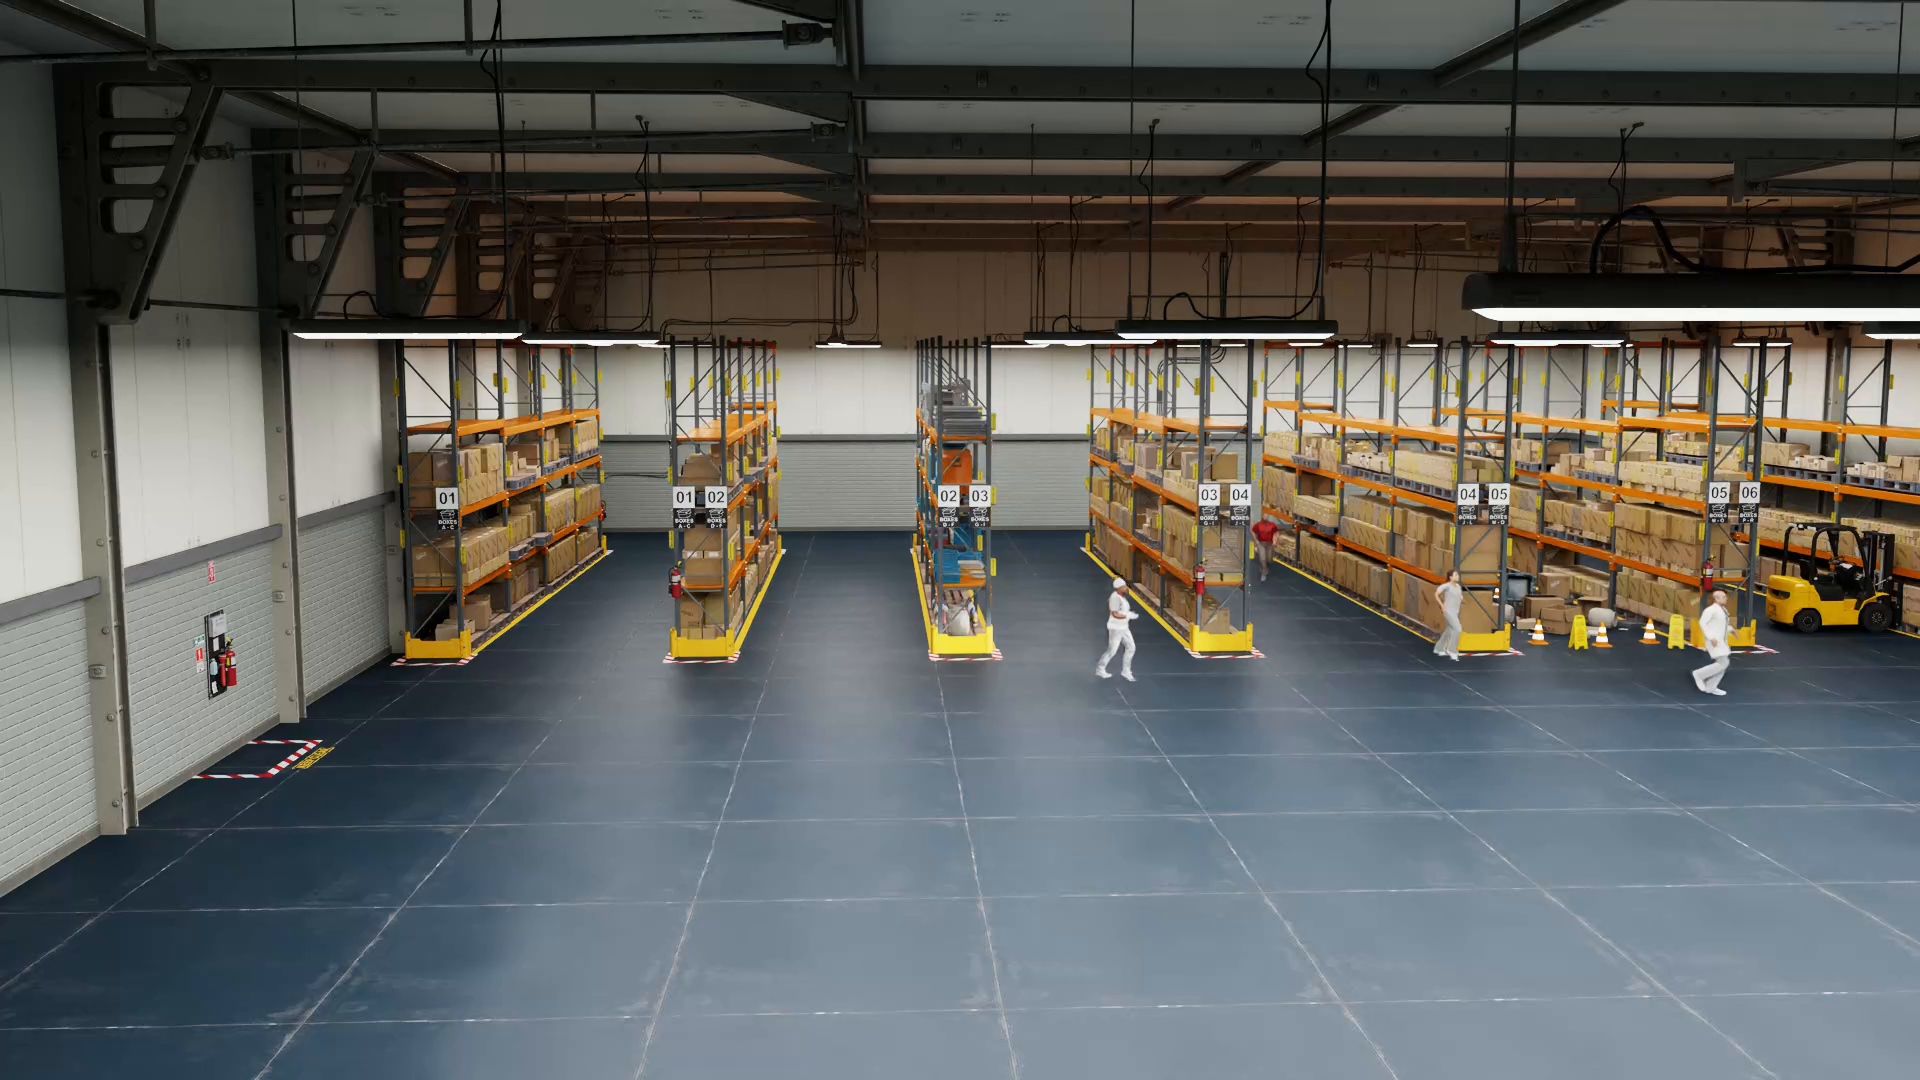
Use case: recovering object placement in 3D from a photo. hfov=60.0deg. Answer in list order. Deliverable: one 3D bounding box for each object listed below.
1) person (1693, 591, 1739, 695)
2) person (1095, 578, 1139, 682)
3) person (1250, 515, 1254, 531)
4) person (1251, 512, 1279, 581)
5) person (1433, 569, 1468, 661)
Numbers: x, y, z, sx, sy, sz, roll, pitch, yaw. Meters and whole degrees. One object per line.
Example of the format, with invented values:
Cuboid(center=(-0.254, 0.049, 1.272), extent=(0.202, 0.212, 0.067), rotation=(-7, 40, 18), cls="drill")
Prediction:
Cuboid(center=(12.642, 1.709, 27.796), extent=(0.633, 1.747, 0.727), rotation=(6, 9, 41), cls="person")
Cuboid(center=(2.740, 1.573, 28.843), extent=(0.790, 1.838, 0.661), rotation=(3, 7, 23), cls="person")
Cuboid(center=(7.633, -0.165, 44.810), extent=(0.575, 1.640, 0.592), rotation=(0, 6, -2), cls="person")
Cuboid(center=(7.679, 0.143, 41.852), extent=(0.684, 1.701, 0.690), rotation=(0, 6, 3), cls="person")
Cuboid(center=(9.170, 1.385, 31.035), extent=(0.551, 1.696, 0.651), rotation=(-5, 8, -40), cls="person")
